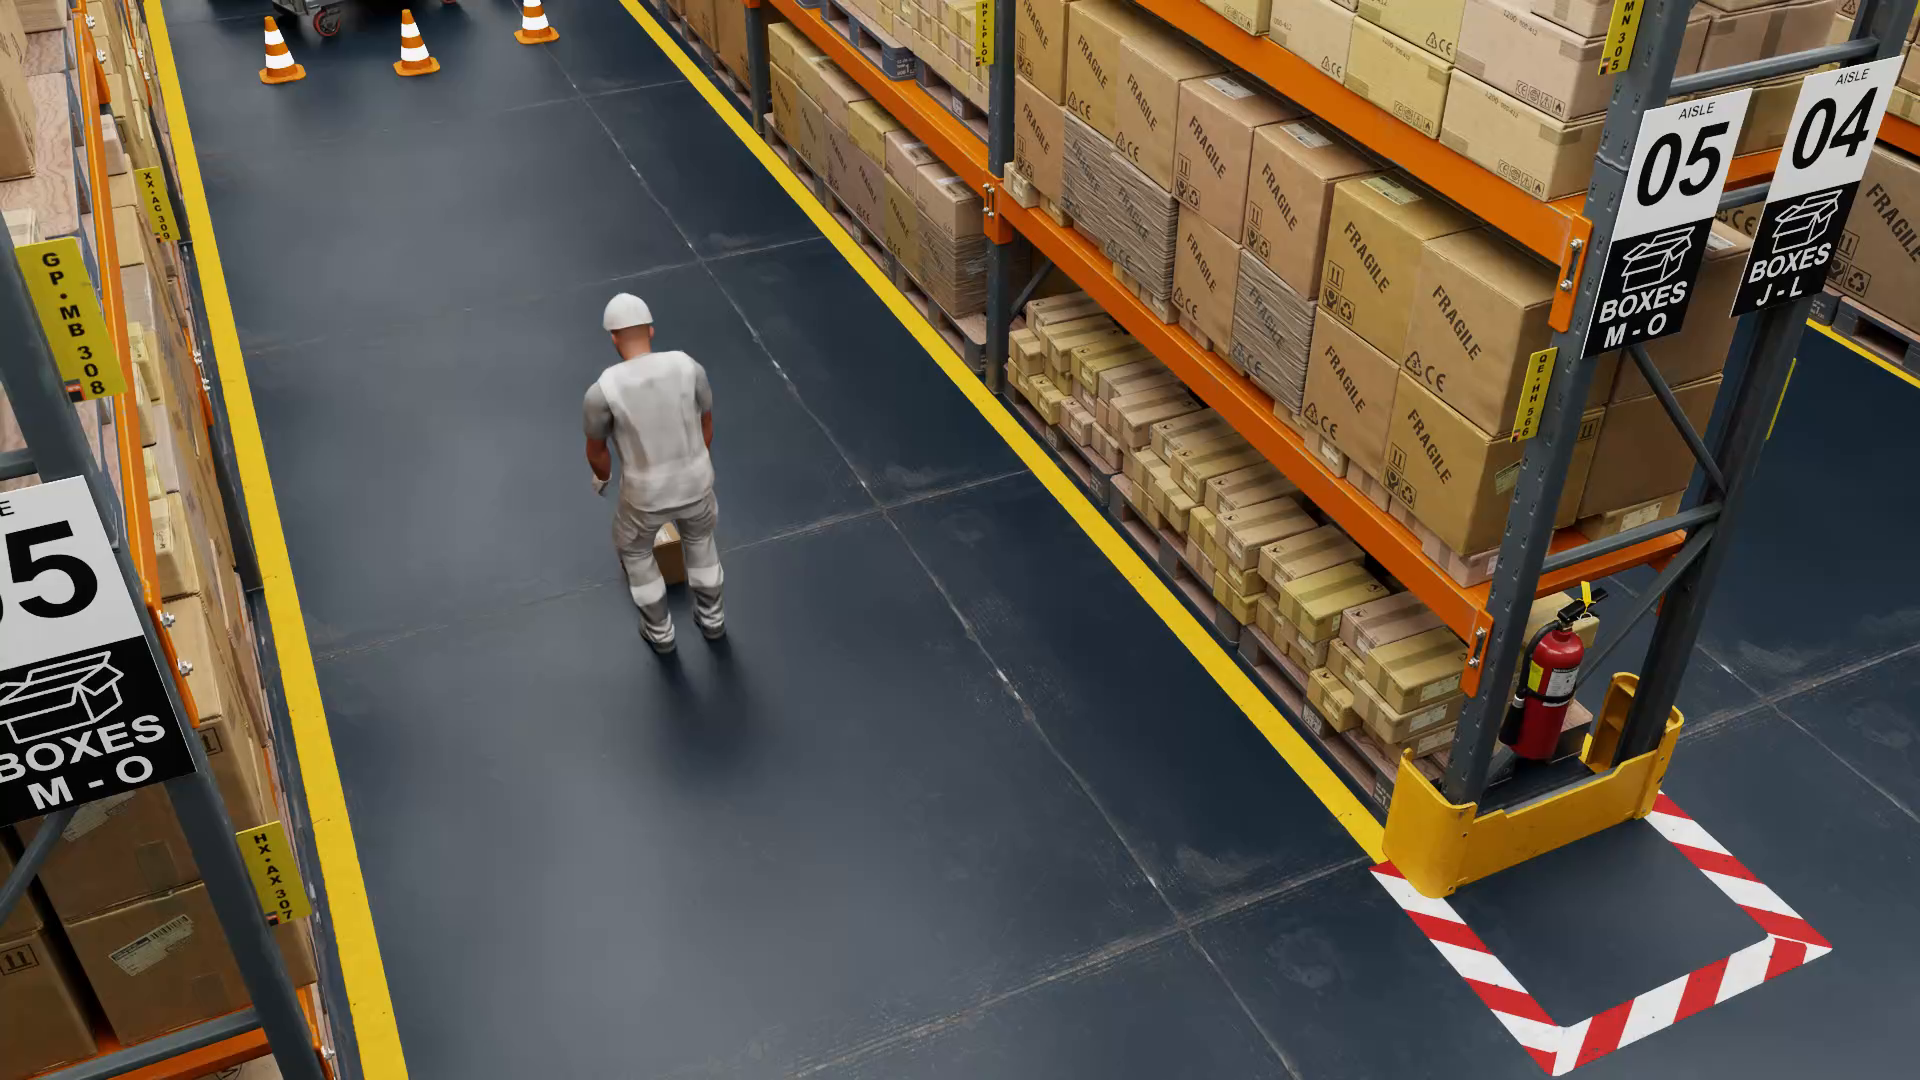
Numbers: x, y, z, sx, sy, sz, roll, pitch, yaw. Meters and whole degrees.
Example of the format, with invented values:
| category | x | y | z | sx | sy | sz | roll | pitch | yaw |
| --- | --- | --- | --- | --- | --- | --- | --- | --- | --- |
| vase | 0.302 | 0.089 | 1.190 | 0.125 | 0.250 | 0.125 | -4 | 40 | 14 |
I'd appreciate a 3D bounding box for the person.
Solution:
| category | x | y | z | sx | sy | sz | roll | pitch | yaw |
| --- | --- | --- | --- | --- | --- | --- | --- | --- | --- |
| person | -1.330 | -0.261 | 7.261 | 0.554 | 1.698 | 0.516 | -15 | 39 | -19 |
